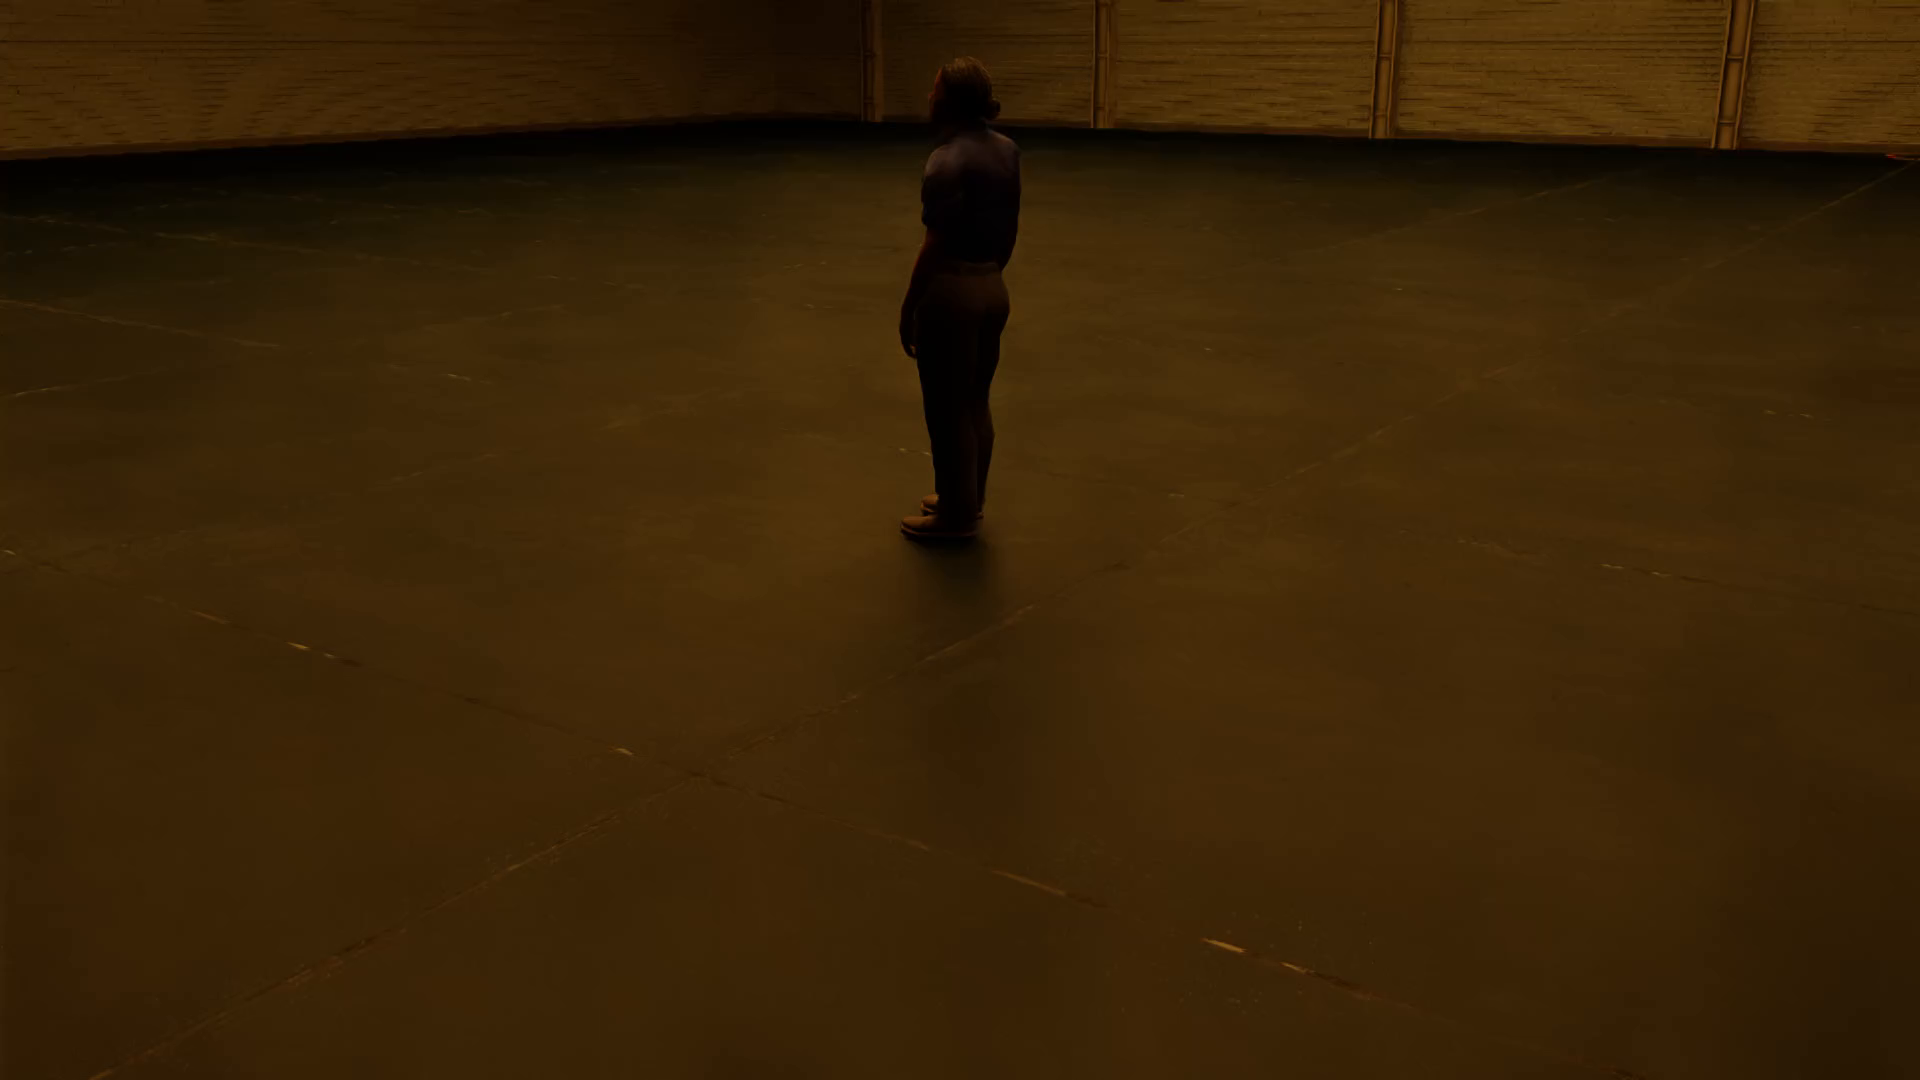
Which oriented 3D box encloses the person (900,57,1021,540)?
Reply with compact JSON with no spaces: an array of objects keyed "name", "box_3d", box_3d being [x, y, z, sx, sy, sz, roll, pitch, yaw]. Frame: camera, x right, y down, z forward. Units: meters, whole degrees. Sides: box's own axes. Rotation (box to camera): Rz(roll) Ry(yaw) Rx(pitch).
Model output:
[{"name":"person","box_3d":[-0.061,-0.818,5.773,0.503,1.654,0.570,11,20,33]}]
